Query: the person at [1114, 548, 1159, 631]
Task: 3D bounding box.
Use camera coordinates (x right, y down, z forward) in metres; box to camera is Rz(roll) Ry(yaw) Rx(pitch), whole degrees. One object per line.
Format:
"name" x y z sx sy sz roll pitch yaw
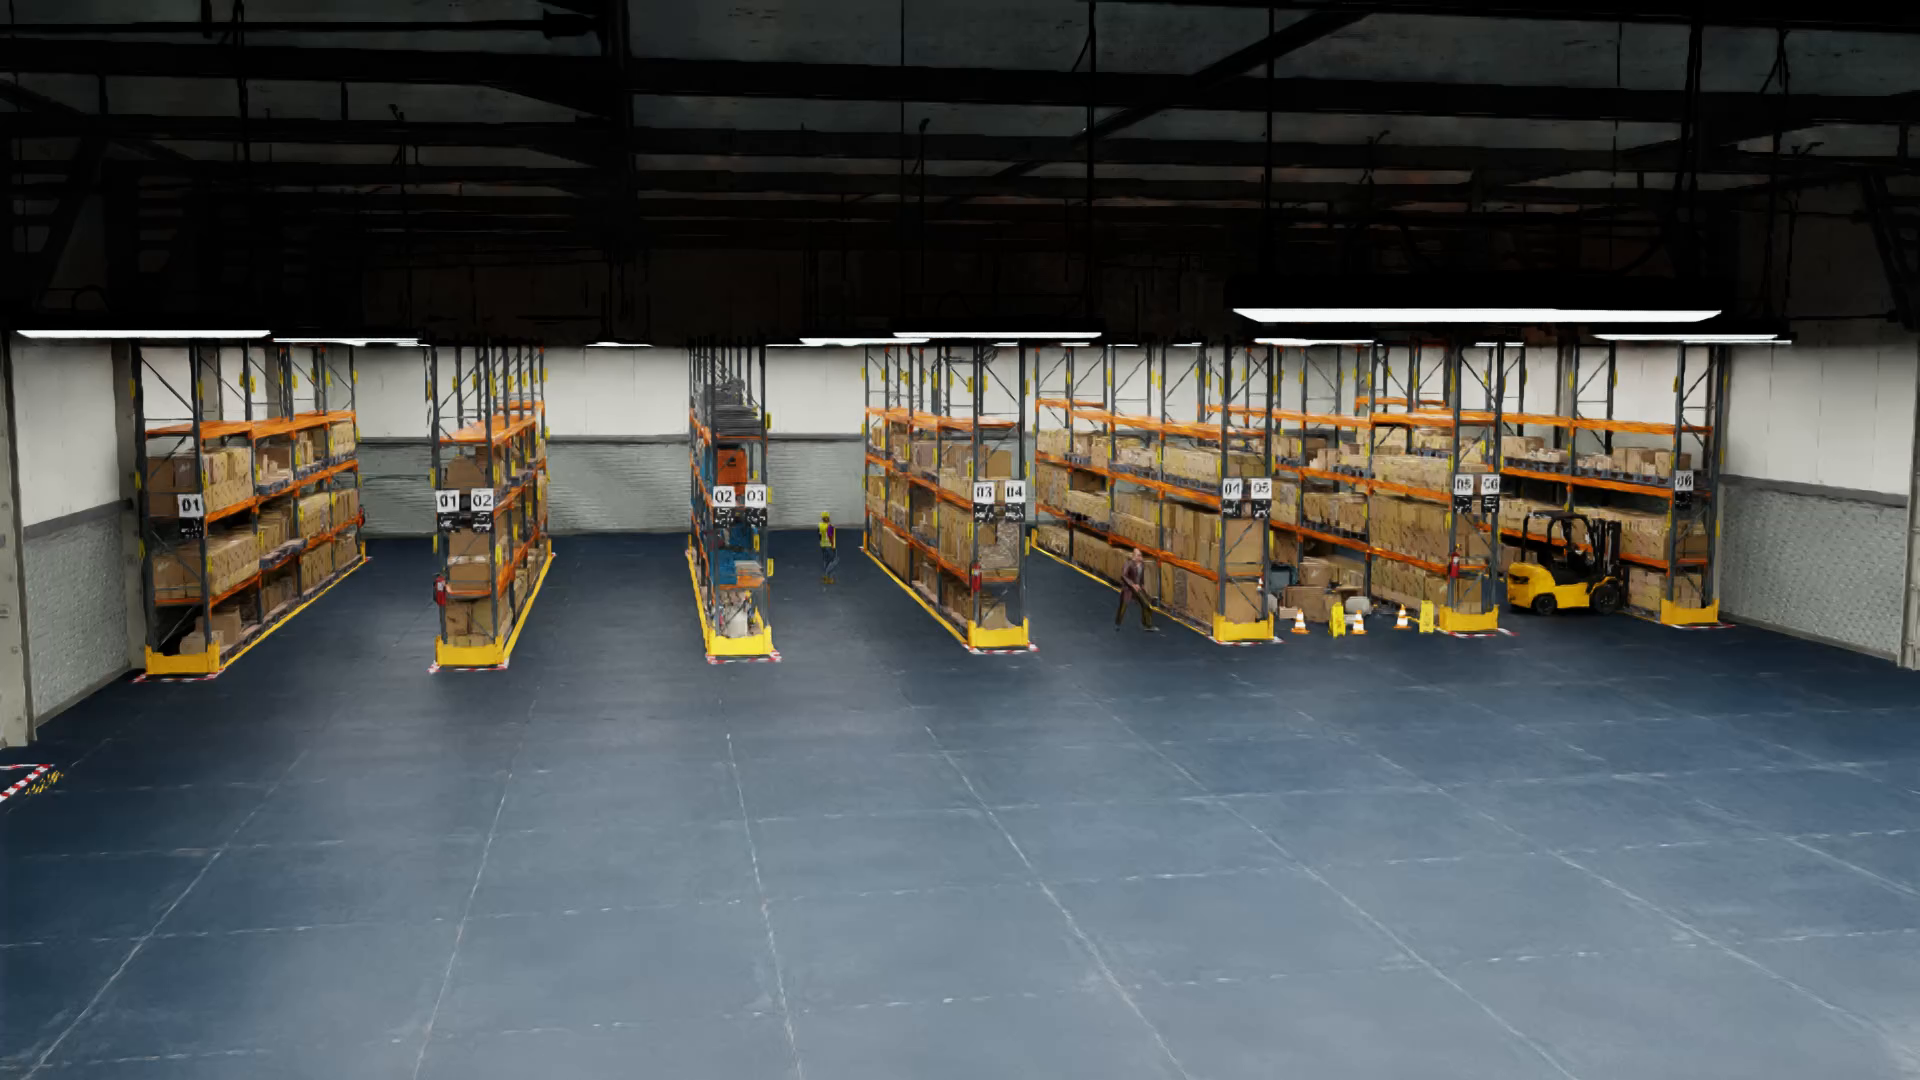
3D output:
"person" 3.523 0.994 33.802 0.735 1.715 0.895 -3 7 -27

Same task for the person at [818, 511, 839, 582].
"person" -3.256 0.168 40.848 0.456 1.762 0.607 -5 8 -38
